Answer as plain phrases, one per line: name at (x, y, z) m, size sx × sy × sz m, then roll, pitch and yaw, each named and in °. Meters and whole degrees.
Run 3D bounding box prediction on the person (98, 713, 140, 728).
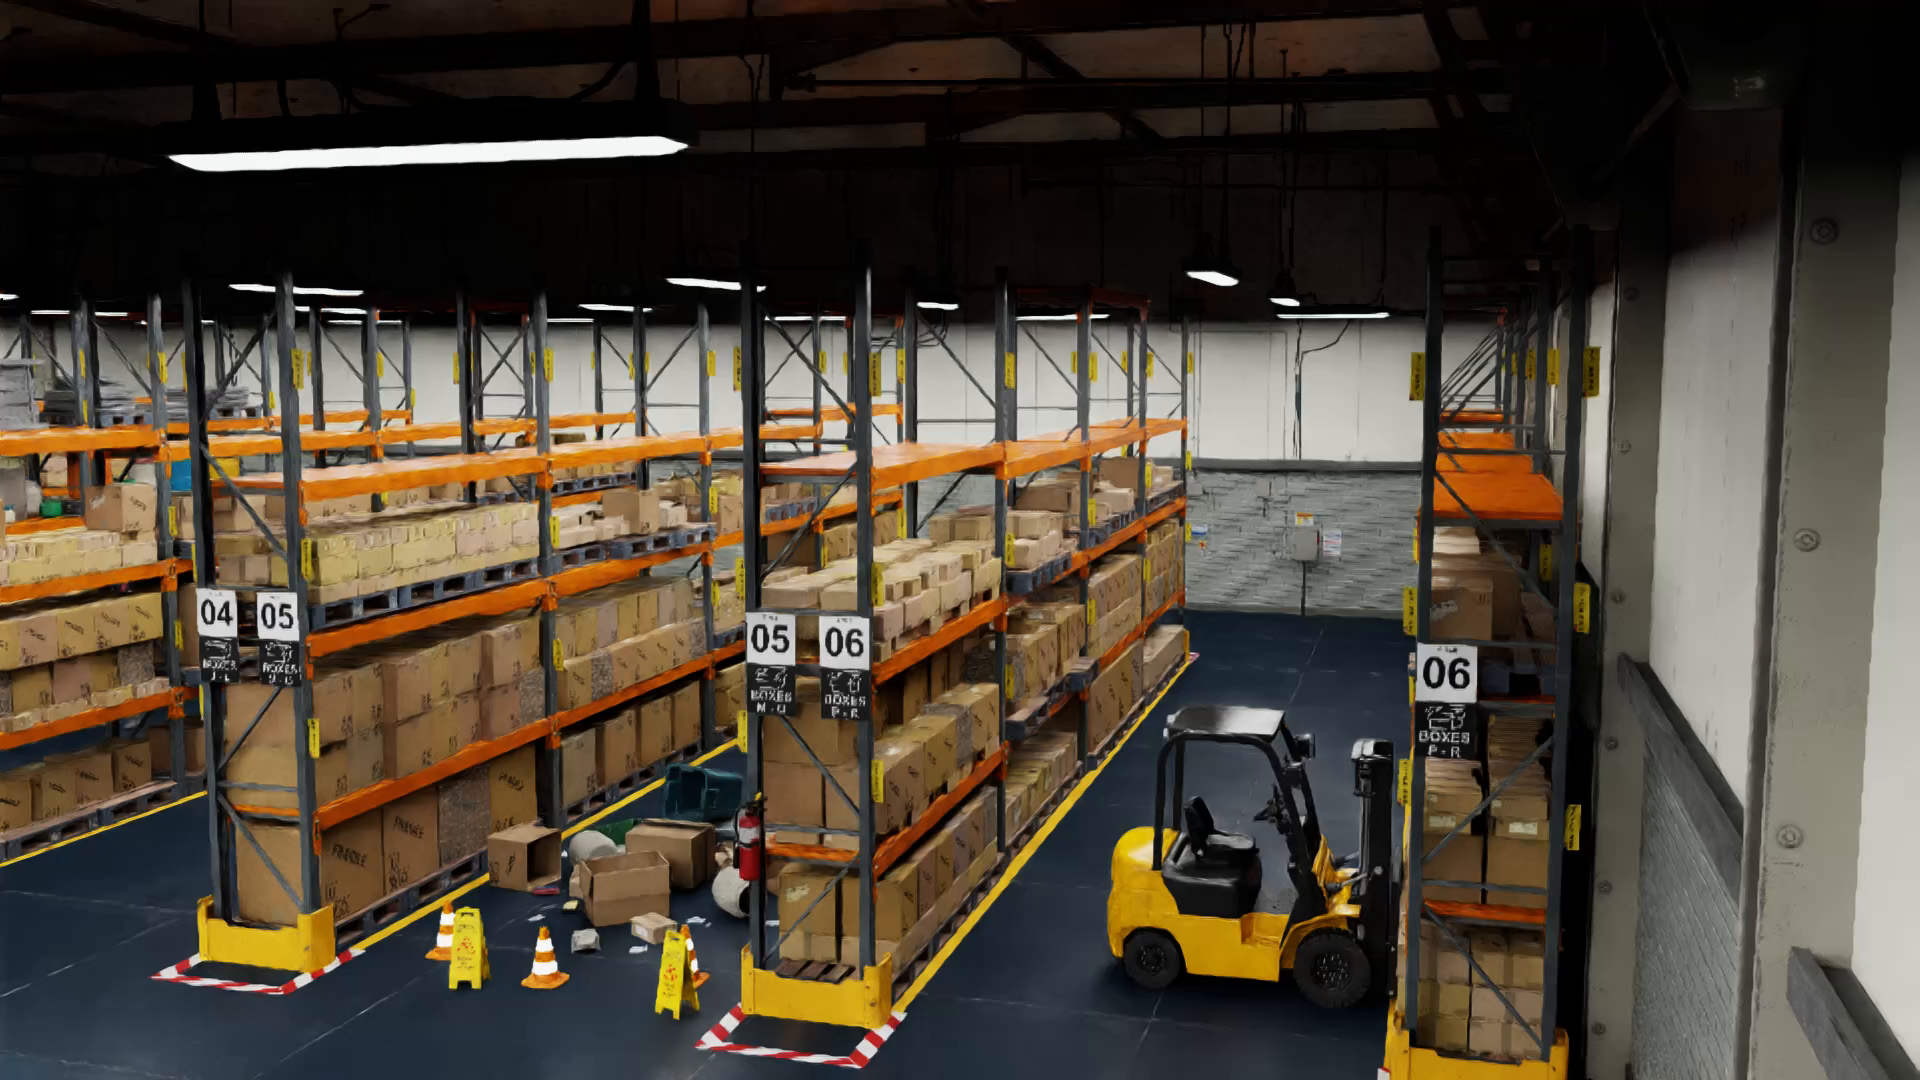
person at (-11.681, 1.750, 22.925) m, size 0.702 × 1.735 × 0.549 m, roll 2°, pitch 7°, yaw 15°
